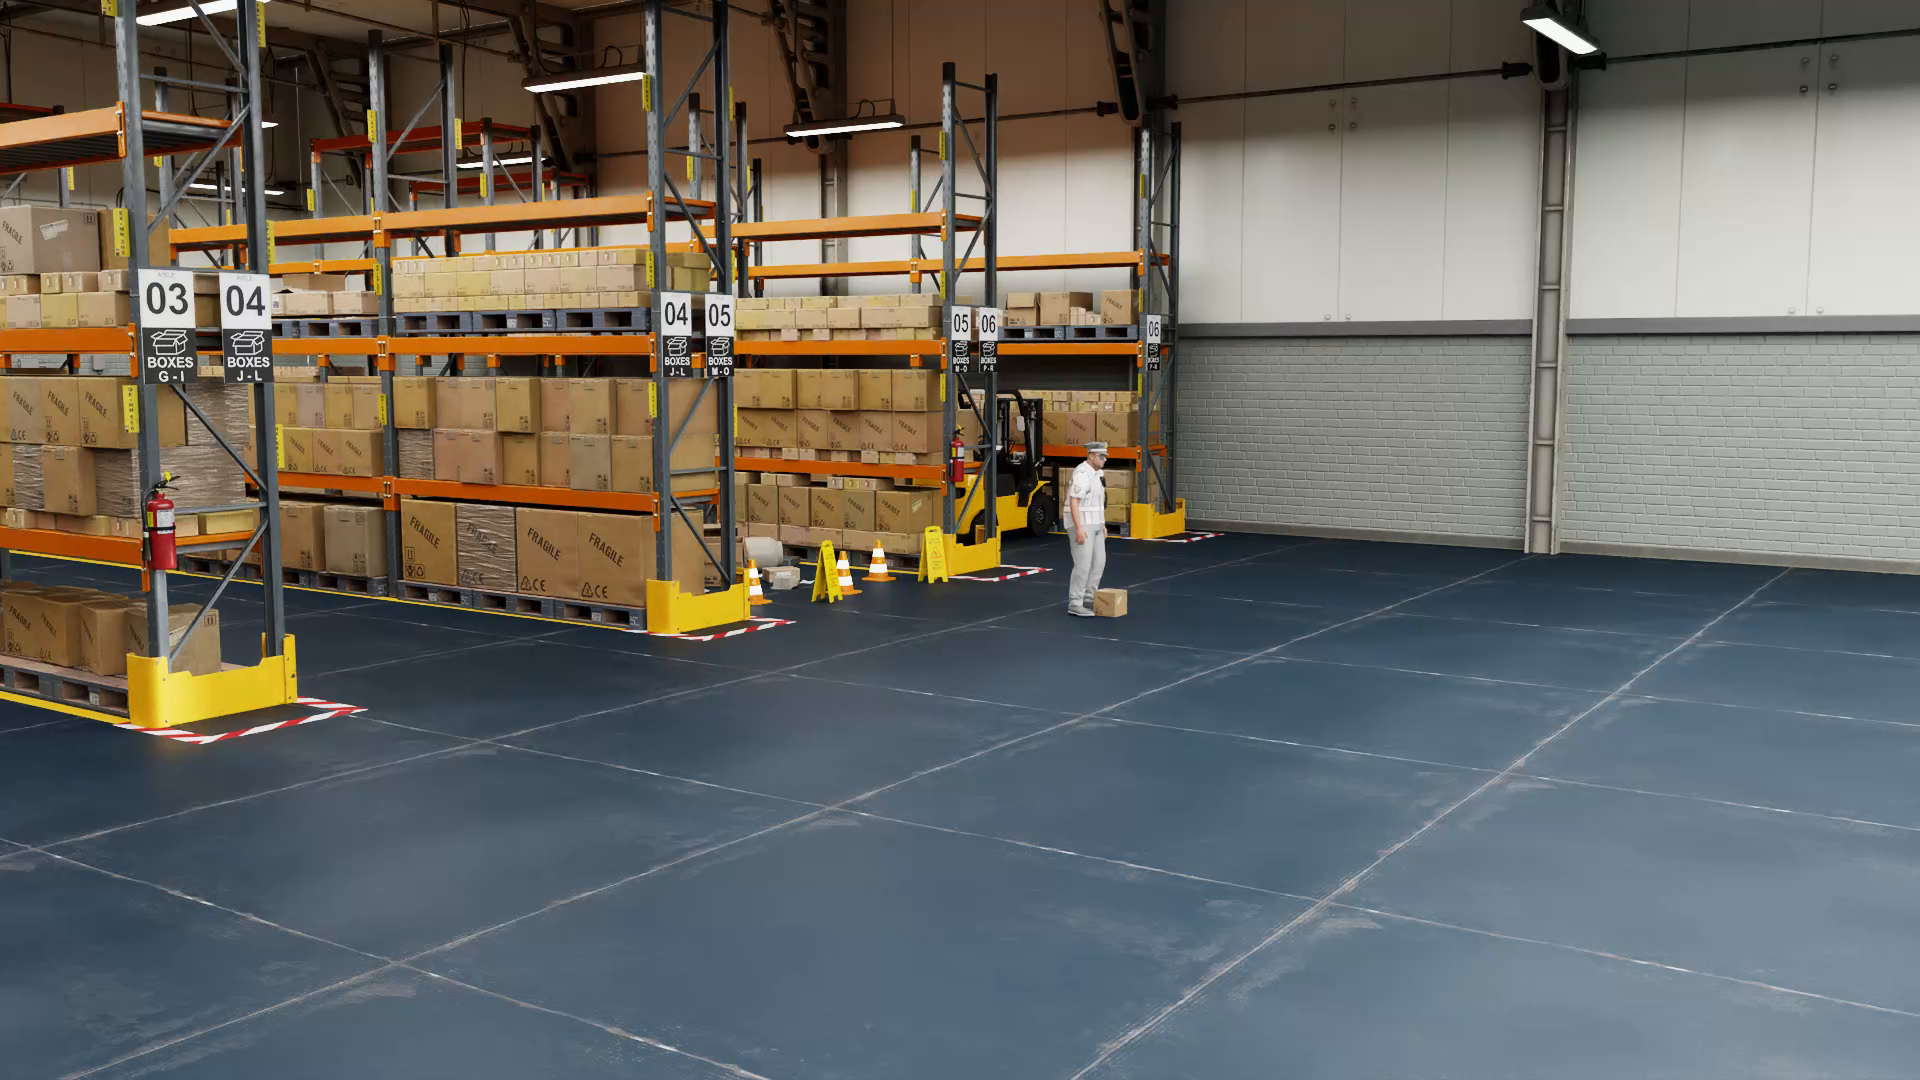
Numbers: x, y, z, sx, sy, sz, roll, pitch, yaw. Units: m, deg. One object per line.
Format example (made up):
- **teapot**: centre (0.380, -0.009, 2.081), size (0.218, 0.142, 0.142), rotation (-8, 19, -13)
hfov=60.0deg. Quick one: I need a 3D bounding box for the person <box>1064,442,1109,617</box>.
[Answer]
- **person**: centre (1.294, -0.128, 16.907), size (0.433, 1.748, 0.595), rotation (4, 7, 32)
